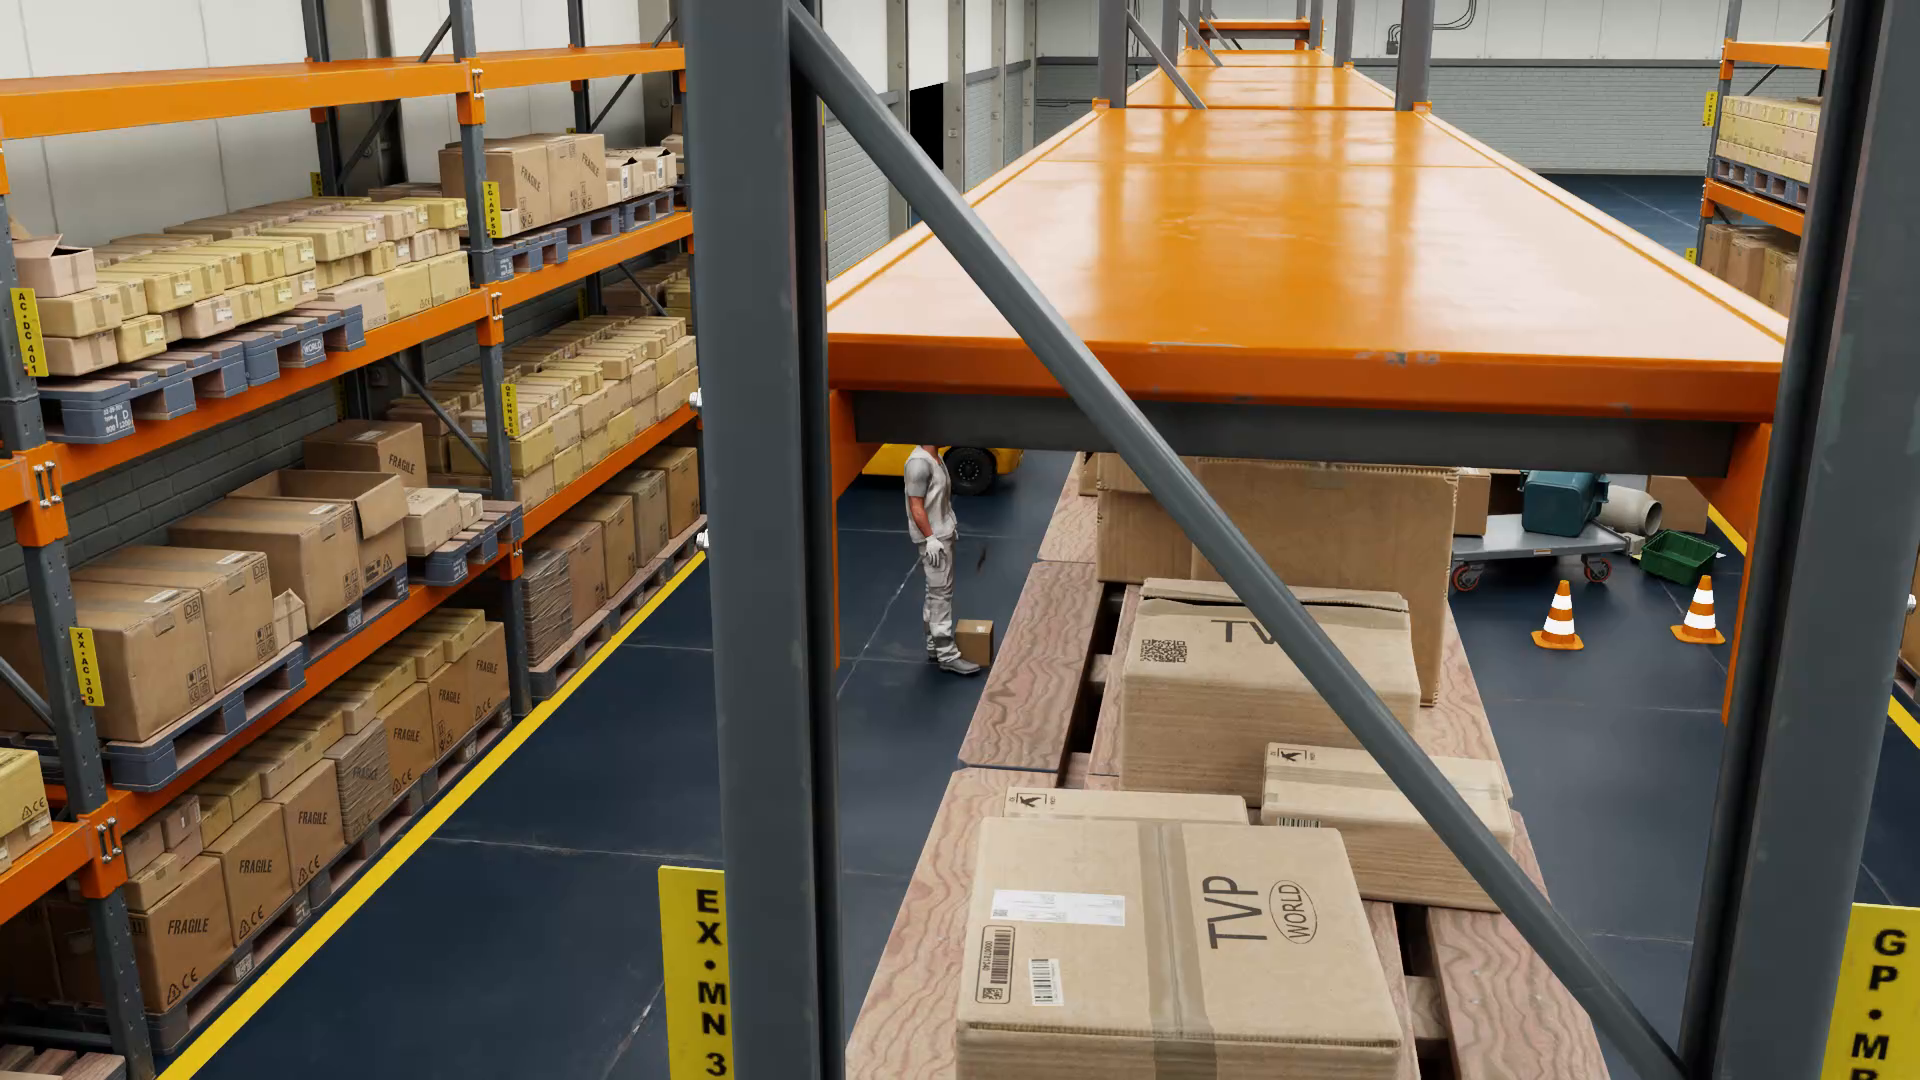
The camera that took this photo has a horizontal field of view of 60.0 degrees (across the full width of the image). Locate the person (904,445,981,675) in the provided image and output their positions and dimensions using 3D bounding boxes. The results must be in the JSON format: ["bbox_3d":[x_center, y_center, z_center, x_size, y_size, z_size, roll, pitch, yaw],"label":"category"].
[{"bbox_3d":[-0.095,-0.013,11.521,0.564,1.788,0.637,3,18,9],"label":"person"}]
